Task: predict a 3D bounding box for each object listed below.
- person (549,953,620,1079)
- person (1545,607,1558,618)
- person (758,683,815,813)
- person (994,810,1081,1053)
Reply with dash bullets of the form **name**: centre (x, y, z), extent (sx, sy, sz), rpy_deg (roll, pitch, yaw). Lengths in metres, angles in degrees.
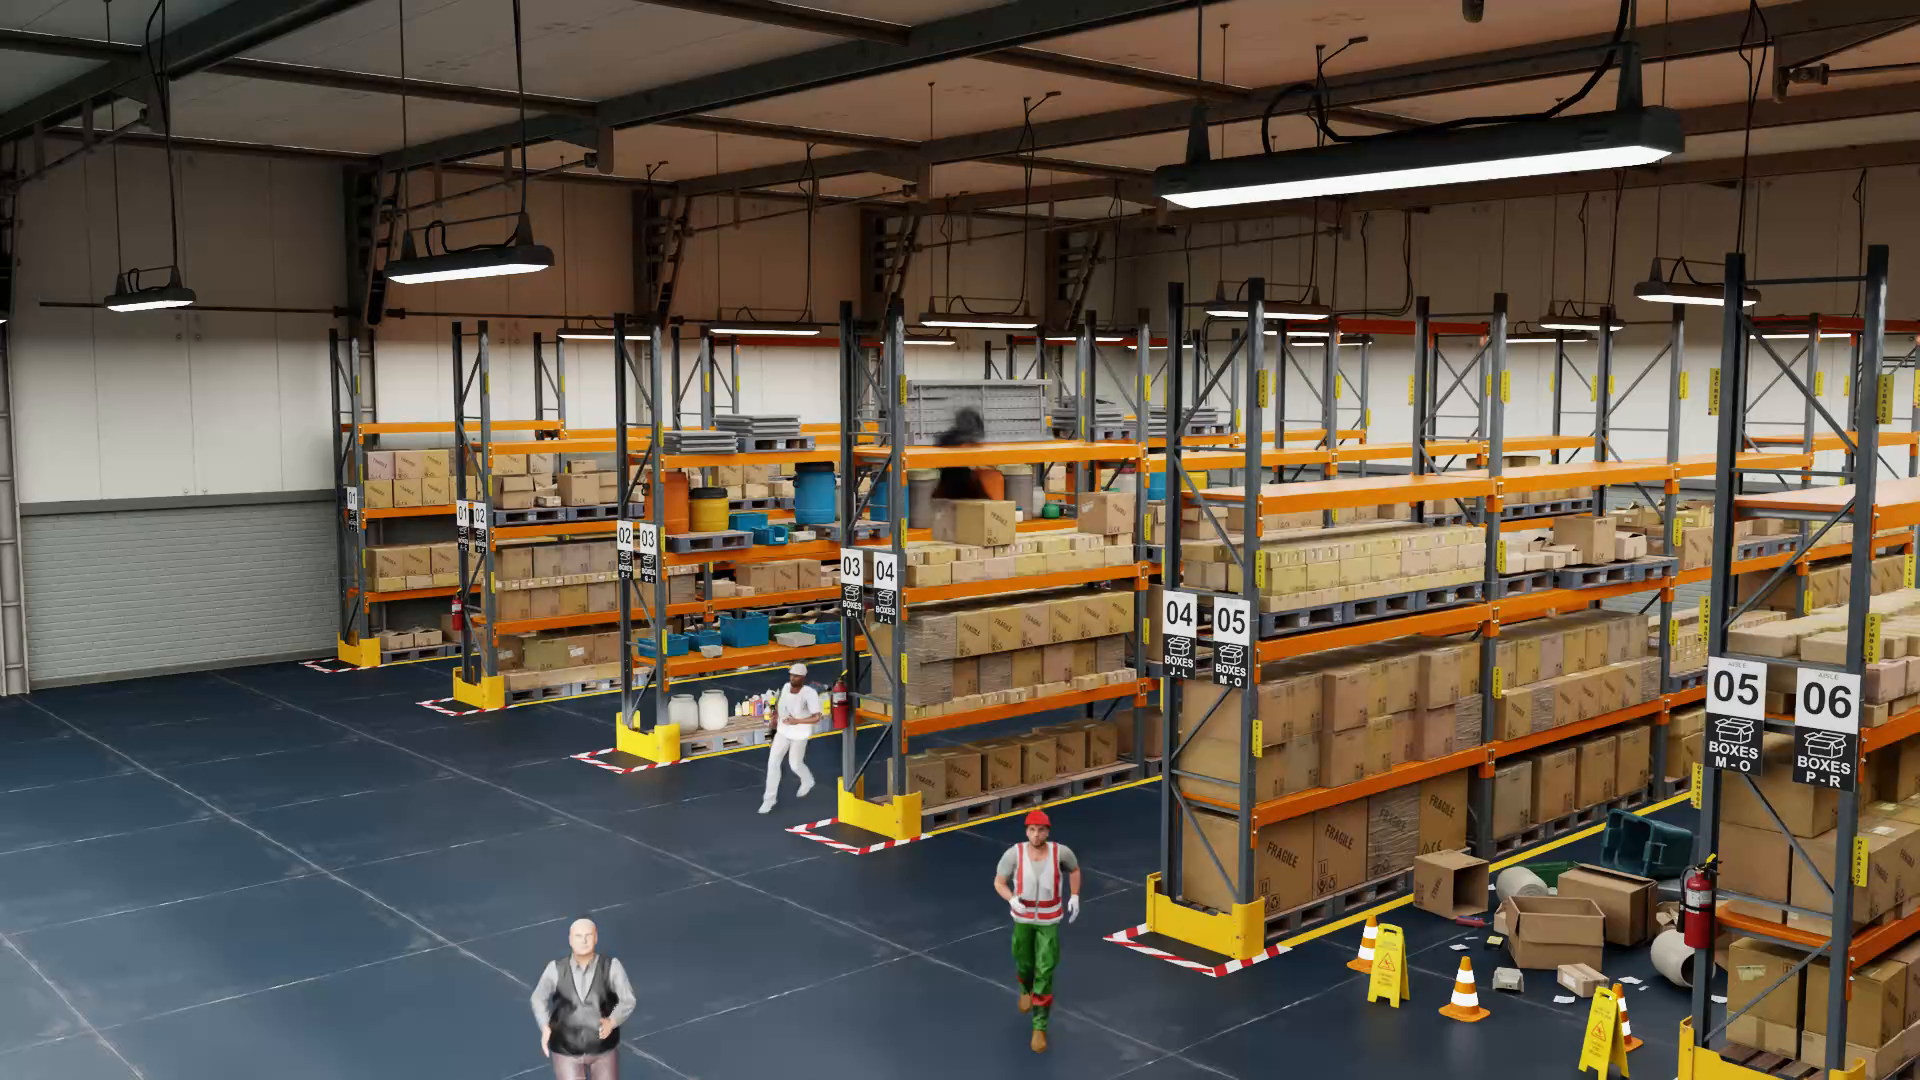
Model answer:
- **person**: centre (-2.422, 3.355, 10.746), extent (0.444, 1.405, 0.668), rpy_deg (-1, 6, -13)
- **person**: centre (8.973, 1.789, 25.348), extent (0.661, 1.600, 0.565), rpy_deg (5, 8, 42)
- **person**: centre (-1.978, 2.472, 19.913), extent (0.518, 1.530, 0.917), rpy_deg (3, 7, 30)
- **person**: centre (0.609, 2.987, 13.048), extent (0.683, 1.802, 0.872), rpy_deg (0, 6, 4)
